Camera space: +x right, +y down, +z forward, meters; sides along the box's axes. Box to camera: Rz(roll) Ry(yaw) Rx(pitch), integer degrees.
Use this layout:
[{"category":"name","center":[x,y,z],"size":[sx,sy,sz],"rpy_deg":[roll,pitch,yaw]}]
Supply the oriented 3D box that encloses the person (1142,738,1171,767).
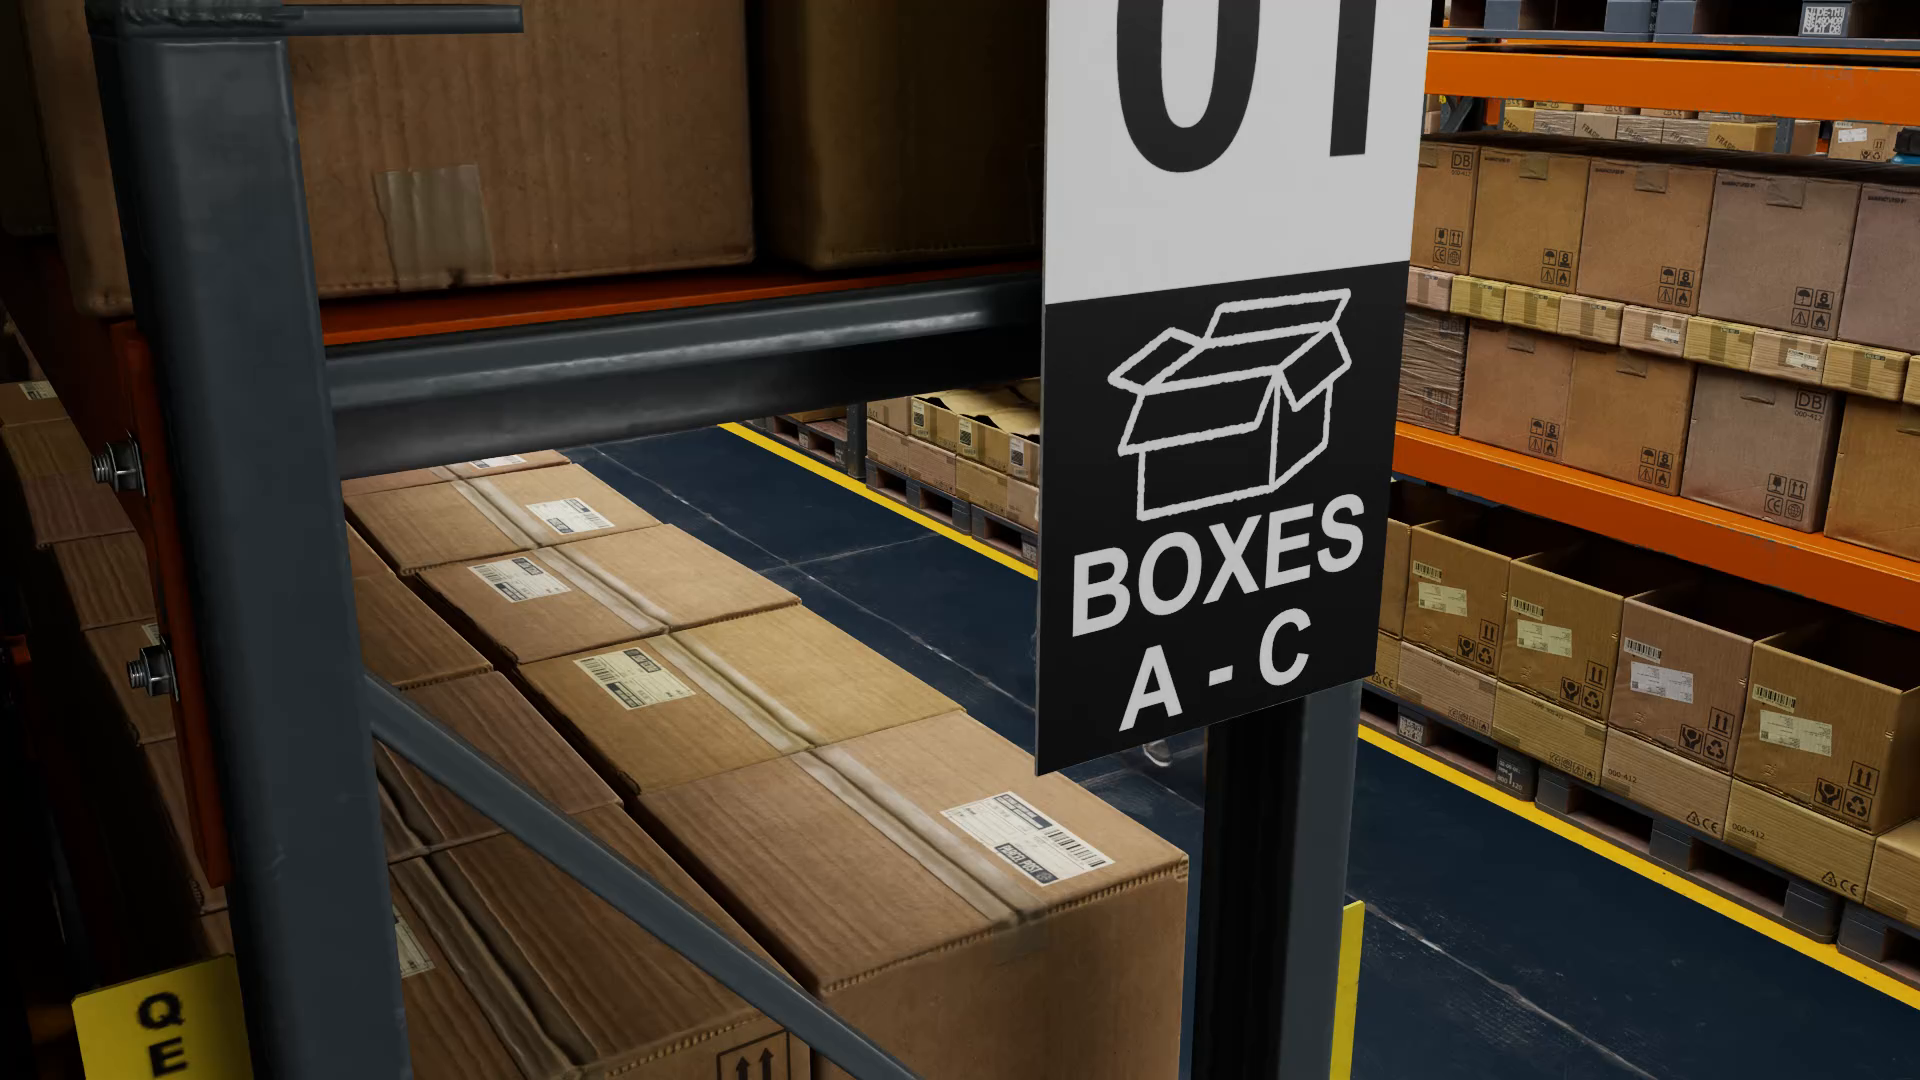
[{"category":"person","center":[0.990,0.267,6.242],"size":[0.433,1.560,0.837],"rpy_deg":[-11,21,-29]}]
